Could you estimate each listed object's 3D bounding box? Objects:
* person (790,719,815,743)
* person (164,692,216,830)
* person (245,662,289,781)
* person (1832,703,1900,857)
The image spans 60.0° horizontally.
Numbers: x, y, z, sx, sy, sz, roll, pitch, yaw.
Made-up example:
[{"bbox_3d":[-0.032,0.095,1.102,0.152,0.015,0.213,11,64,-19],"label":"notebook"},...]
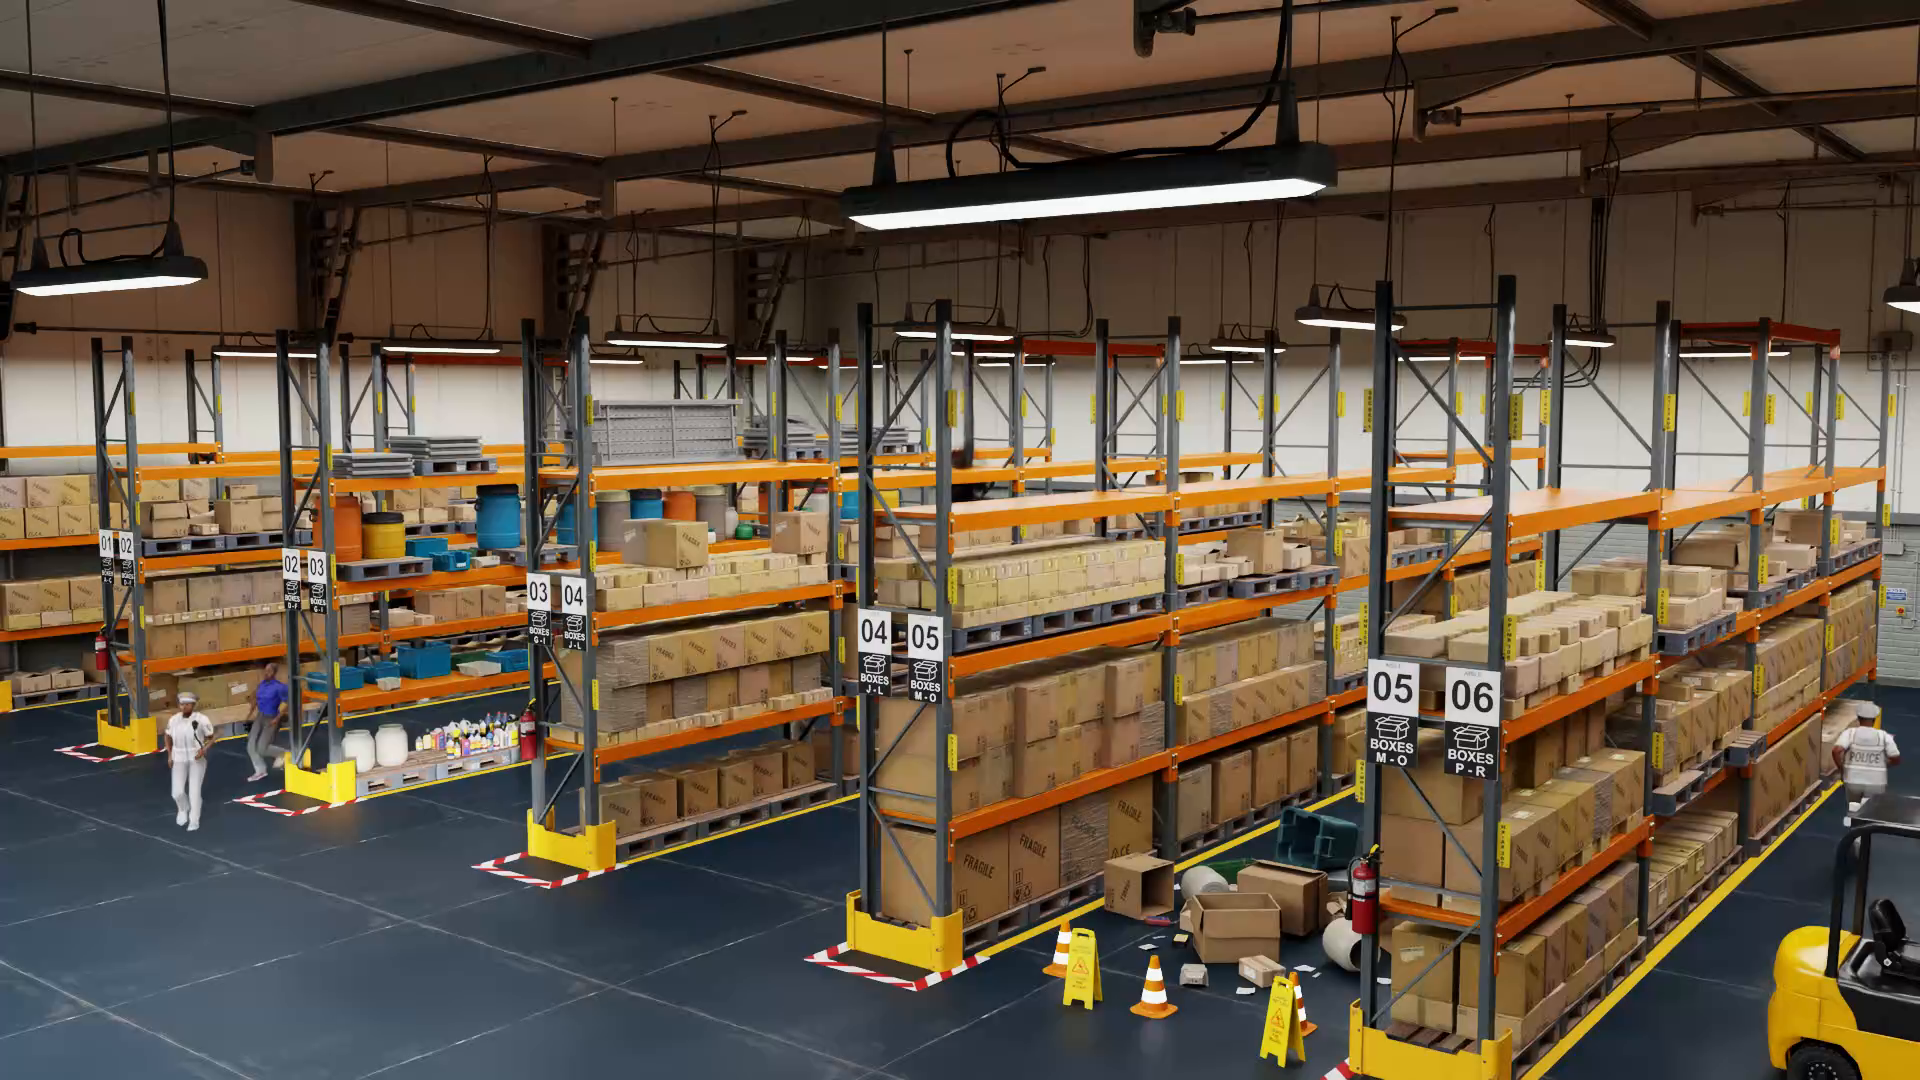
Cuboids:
[{"bbox_3d":[-2.315,2.254,23.802,0.607,1.641,0.941,4,6,37],"label":"person"},{"bbox_3d":[-9.147,2.622,19.735,0.590,1.667,0.542,-1,5,-15],"label":"person"},{"bbox_3d":[-9.280,2.484,22.419,0.621,1.524,0.548,2,5,25],"label":"person"},{"bbox_3d":[9.987,2.702,18.327,0.629,1.802,1.140,4,6,39],"label":"person"}]
